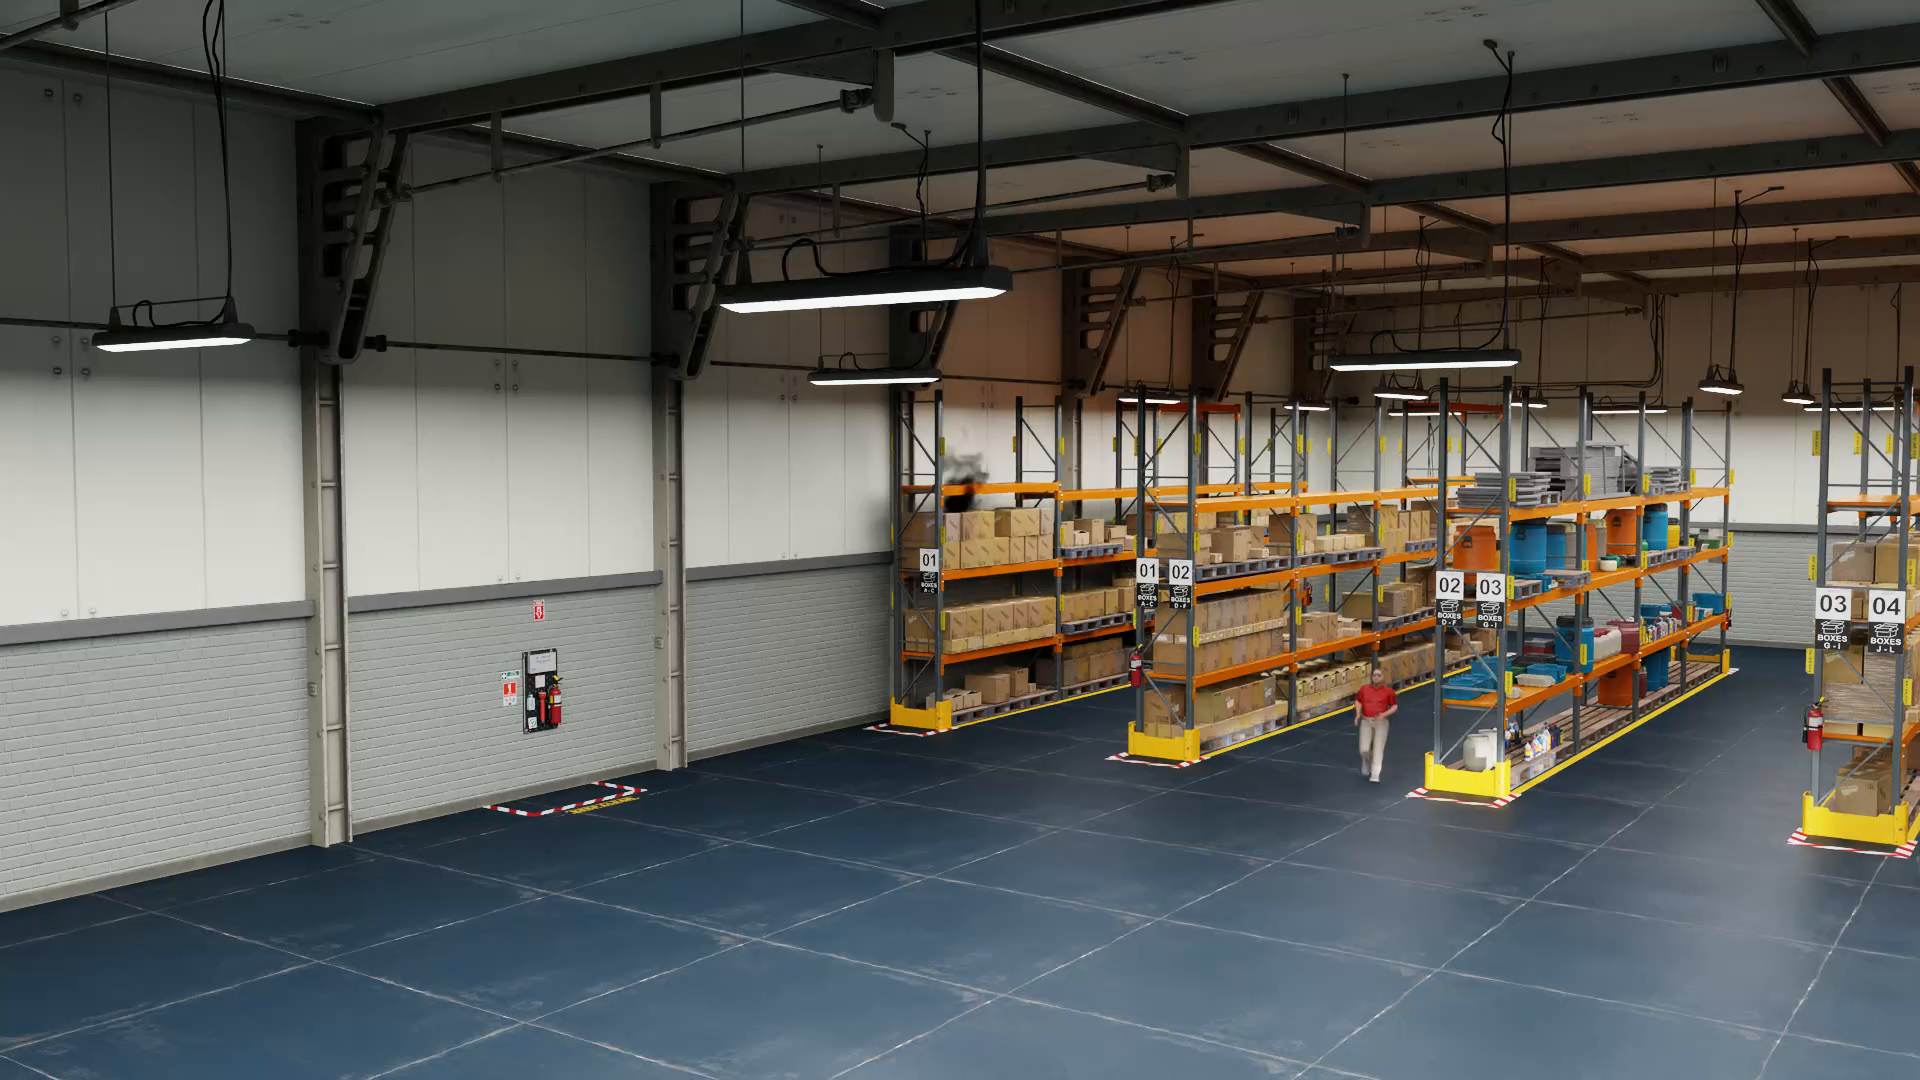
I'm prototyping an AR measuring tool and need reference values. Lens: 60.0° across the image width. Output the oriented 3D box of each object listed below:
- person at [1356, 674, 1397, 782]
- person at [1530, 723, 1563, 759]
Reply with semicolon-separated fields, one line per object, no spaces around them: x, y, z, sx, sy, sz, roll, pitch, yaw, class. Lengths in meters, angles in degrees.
14.968;2.570;28.863;13.865;1.608;14.373;1;3;22;person
12.998;1.649;29.827;21.482;3.392;9.625;0;3;6;person
